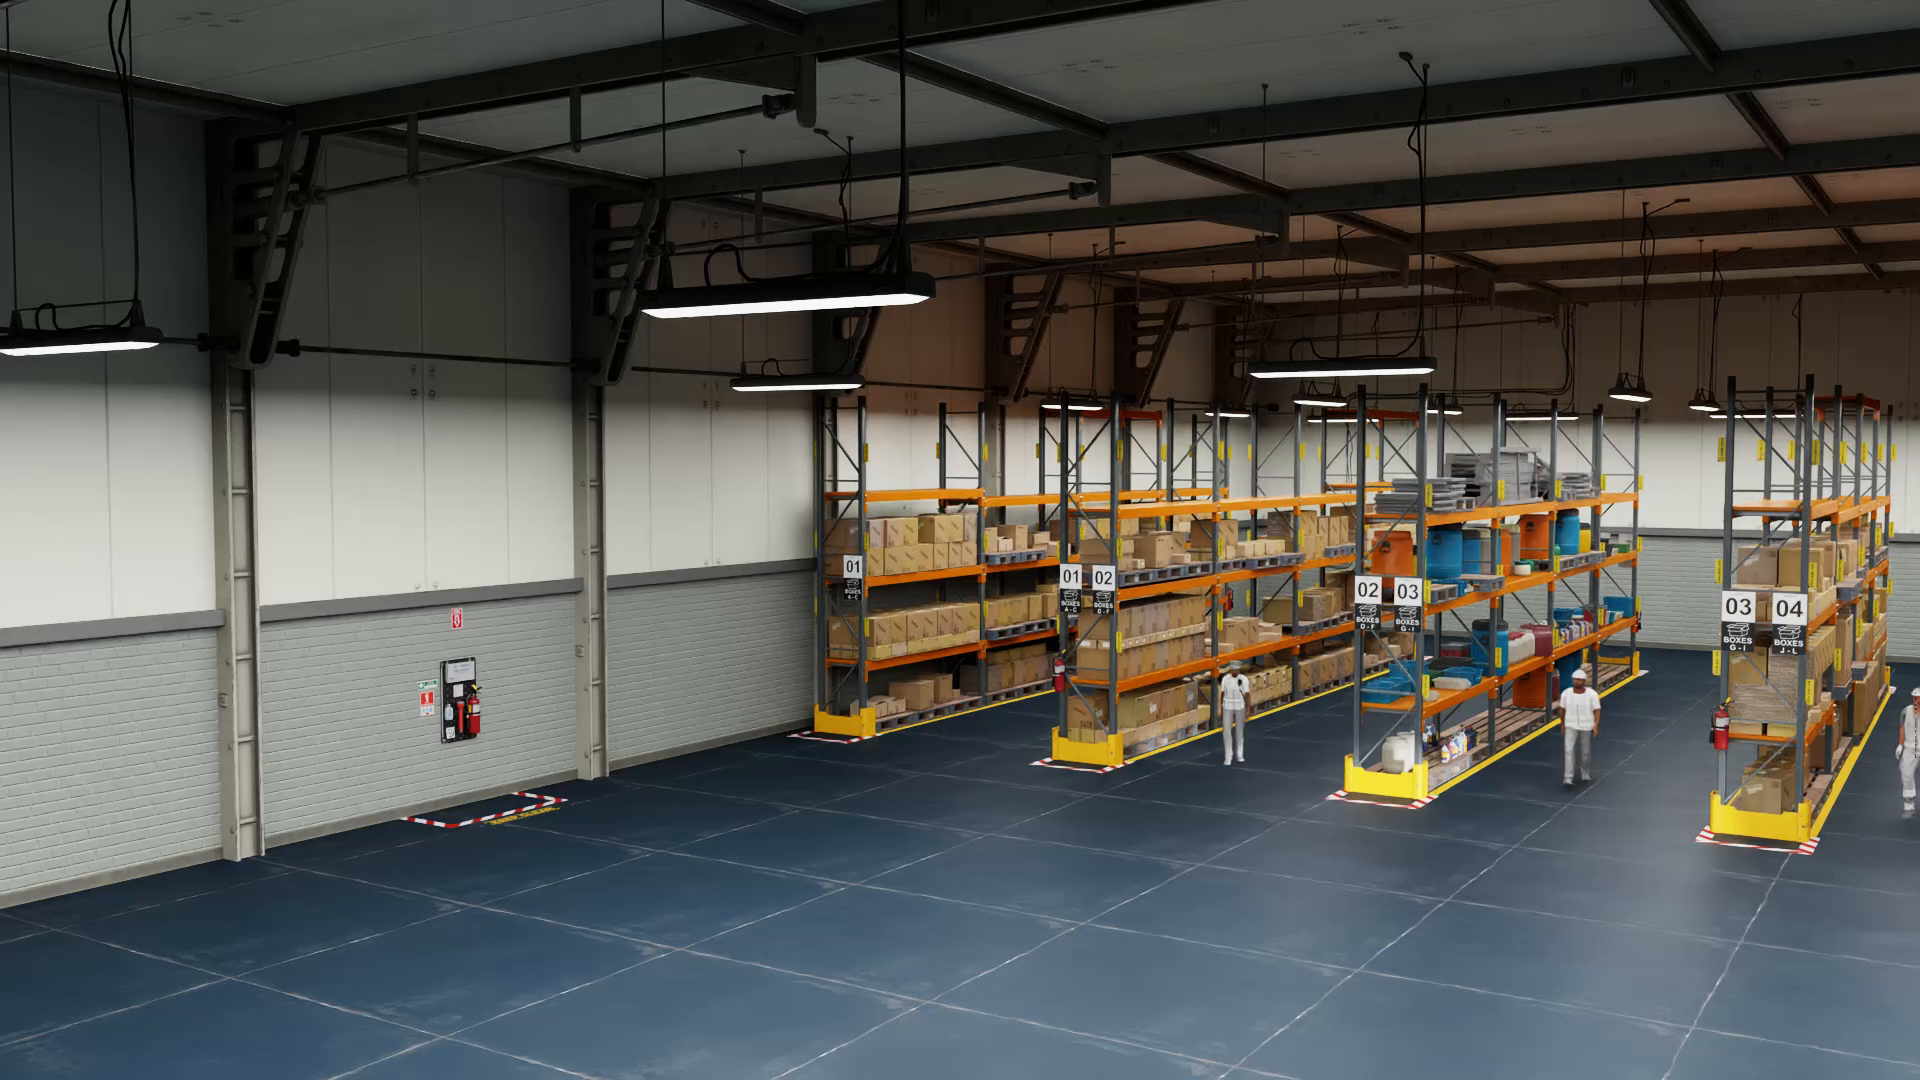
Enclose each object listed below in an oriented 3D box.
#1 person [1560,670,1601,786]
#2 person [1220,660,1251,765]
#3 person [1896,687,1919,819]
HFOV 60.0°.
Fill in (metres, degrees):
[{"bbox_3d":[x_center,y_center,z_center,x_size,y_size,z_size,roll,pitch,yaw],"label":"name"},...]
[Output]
[{"bbox_3d":[9.290,2.813,24.944,0.595,1.716,1.031,1,3,26],"label":"person"},{"bbox_3d":[4.443,2.787,26.819,0.496,1.720,0.496,1,3,15],"label":"person"},{"bbox_3d":[13.177,2.922,22.855,0.587,1.826,0.620,-3,4,-41],"label":"person"}]
